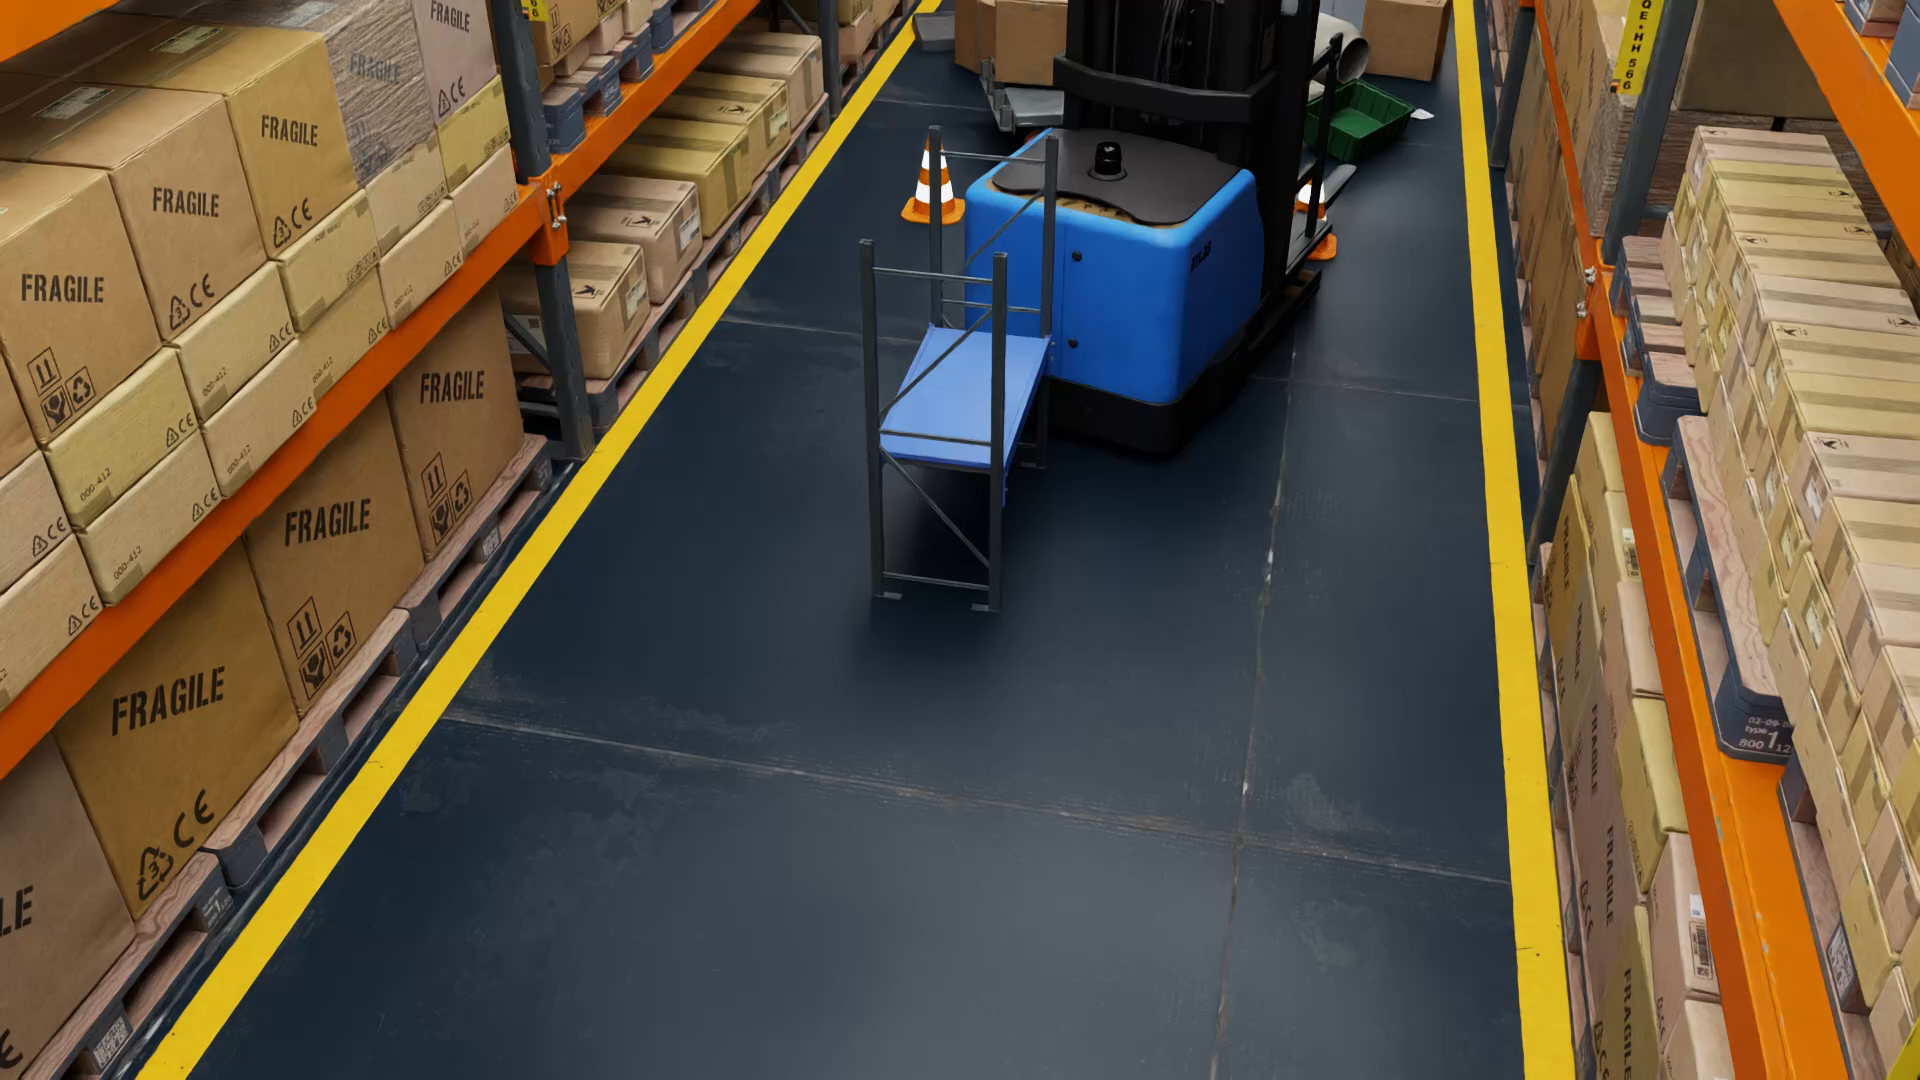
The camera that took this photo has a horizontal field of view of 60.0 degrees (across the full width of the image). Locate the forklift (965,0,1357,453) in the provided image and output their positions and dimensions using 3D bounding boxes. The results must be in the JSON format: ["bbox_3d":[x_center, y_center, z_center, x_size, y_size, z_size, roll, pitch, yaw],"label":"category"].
[{"bbox_3d":[1.167,-2.404,7.570,1.130,2.935,3.031,18,40,23],"label":"forklift"}]

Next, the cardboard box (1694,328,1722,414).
[{"bbox_3d":[2.293,-0.455,4.677,0.380,0.149,0.250,9,37,12],"label":"cardboard box"}]

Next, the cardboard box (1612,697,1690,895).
[{"bbox_3d":[2.036,0.694,4.369,0.500,0.250,0.500,6,36,8],"label":"cardboard box"}]

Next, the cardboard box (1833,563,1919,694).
[{"bbox_3d":[1.967,0.196,3.273,0.380,0.149,0.250,7,37,10],"label":"cardboard box"}]

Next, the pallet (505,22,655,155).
[{"bbox_3d":[-2.053,-1.988,7.100,1.213,0.211,1.003,7,37,10],"label":"pallet"}]

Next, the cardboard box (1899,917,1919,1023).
[{"bbox_3d":[1.794,0.771,2.733,0.380,0.149,0.250,8,37,11],"label":"cardboard box"}]

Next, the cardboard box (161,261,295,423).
[{"bbox_3d":[-2.262,-0.587,4.706,0.500,0.250,0.500,6,36,9],"label":"cardboard box"}]

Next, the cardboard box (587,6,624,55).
[{"bbox_3d":[-1.653,-2.184,7.063,0.380,0.149,0.250,5,36,7],"label":"cardboard box"}]

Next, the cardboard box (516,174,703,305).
[{"bbox_3d":[-1.821,-1.496,8.140,0.950,0.372,0.625,7,36,9],"label":"cardboard box"}]

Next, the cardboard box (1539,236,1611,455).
[{"bbox_3d":[2.974,-0.678,6.688,1.050,0.750,0.750,7,36,9],"label":"cardboard box"}]

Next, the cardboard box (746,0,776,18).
[{"bbox_3d":[-1.382,-3.670,10.604,0.500,0.500,0.500,7,36,9],"label":"cardboard box"}]

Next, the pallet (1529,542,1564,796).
[{"bbox_3d":[2.588,0.496,5.886,1.003,0.211,1.213,7,37,10],"label":"pallet"}]

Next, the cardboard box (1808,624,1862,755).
[{"bbox_3d":[1.959,0.320,3.355,0.380,0.149,0.250,6,36,8],"label":"cardboard box"}]

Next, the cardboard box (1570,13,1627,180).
[{"bbox_3d":[2.698,-1.699,6.453,0.500,0.500,0.500,7,37,10],"label":"cardboard box"}]

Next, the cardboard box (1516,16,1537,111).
[{"bbox_3d":[3.814,-3.036,9.835,0.875,0.875,0.875,8,37,11],"label":"cardboard box"}]

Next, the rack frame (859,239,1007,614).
[{"bbox_3d":[-0.090,-0.365,5.975,0.500,1.500,0.032,7,37,10],"label":"rack frame"}]

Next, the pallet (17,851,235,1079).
[{"bbox_3d":[-2.864,1.327,4.739,1.003,0.211,1.213,7,37,10],"label":"pallet"}]

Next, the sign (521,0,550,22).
[{"bbox_3d":[-1.558,-2.045,6.028,0.100,0.325,0.005,7,37,10],"label":"sign"}]

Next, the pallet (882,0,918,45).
[{"bbox_3d":[-0.879,-3.899,11.949,1.003,0.211,1.213,7,37,10],"label":"pallet"}]

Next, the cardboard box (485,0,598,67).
[{"bbox_3d":[-1.779,-2.203,6.537,0.500,0.500,0.500,6,36,9],"label":"cardboard box"}]

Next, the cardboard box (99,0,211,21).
[{"bbox_3d":[-2.542,-1.551,5.397,0.500,0.500,0.500,7,37,10],"label":"cardboard box"}]

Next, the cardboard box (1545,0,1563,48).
[{"bbox_3d":[3.019,-2.571,7.656,0.500,0.500,0.500,7,37,10],"label":"cardboard box"}]

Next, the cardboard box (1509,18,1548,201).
[{"bbox_3d":[3.566,-2.266,8.880,1.050,0.750,0.750,7,37,10],"label":"cardboard box"}]

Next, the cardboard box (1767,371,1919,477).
[{"bbox_3d":[2.132,-0.253,3.893,0.380,0.149,0.250,7,36,9],"label":"cardboard box"}]

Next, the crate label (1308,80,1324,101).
[{"bbox_3d":[2.188,-2.799,10.495,0.298,0.136,0.250,-17,39,-22],"label":"crate label"}]

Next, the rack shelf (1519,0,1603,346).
[{"bbox_3d":[3.184,-1.936,7.478,1.077,0.370,4.000,7,37,10],"label":"rack shelf"}]

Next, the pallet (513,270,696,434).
[{"bbox_3d":[-1.933,-0.962,7.898,1.003,0.211,1.213,7,37,10],"label":"pallet"}]

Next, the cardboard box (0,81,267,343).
[{"bbox_3d":[-2.285,-0.891,4.486,0.500,0.500,0.500,7,36,9],"label":"cardboard box"}]

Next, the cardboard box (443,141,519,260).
[{"bbox_3d":[-1.955,-1.260,6.061,0.500,0.250,0.500,6,36,8],"label":"cardboard box"}]

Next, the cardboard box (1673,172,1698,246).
[{"bbox_3d":[2.457,-1.018,5.201,0.380,0.149,0.250,9,37,12],"label":"cardboard box"}]

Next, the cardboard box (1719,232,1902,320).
[{"bbox_3d":[2.300,-0.703,4.513,0.380,0.149,0.250,6,36,8],"label":"cardboard box"}]

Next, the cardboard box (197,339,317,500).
[{"bbox_3d":[-2.254,-0.383,4.850,0.500,0.250,0.500,7,36,9],"label":"cardboard box"}]

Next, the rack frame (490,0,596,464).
[{"bbox_3d":[-2.101,-1.643,6.461,1.000,3.000,0.127,7,37,10],"label":"rack frame"}]

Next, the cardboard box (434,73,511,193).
[{"bbox_3d":[-1.956,-1.476,5.932,0.500,0.250,0.500,7,37,10],"label":"cardboard box"}]

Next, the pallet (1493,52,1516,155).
[{"bbox_3d":[3.850,-2.671,10.256,1.003,0.211,1.213,7,37,10],"label":"pallet"}]

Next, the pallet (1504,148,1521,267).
[{"bbox_3d":[3.520,-1.793,9.044,1.003,0.211,1.213,7,37,10],"label":"pallet"}]

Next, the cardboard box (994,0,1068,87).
[{"bbox_3d":[0.499,-3.025,9.853,0.500,0.500,0.500,7,37,10],"label":"cardboard box"}]

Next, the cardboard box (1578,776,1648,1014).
[{"bbox_3d":[2.038,1.011,4.571,0.500,0.500,0.500,7,36,9],"label":"cardboard box"}]

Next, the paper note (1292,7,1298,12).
[{"bbox_3d":[2.481,-3.802,11.971,0.144,0.017,0.142,20,41,26],"label":"paper note"}]

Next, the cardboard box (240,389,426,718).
[{"bbox_3d":[-2.524,-0.057,5.725,0.875,0.875,0.875,8,37,11],"label":"cardboard box"}]

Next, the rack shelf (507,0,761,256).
[{"bbox_3d":[-1.674,-2.499,8.255,1.077,0.370,4.000,7,37,10],"label":"rack shelf"}]

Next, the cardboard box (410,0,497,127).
[{"bbox_3d":[-1.956,-1.760,5.684,0.500,0.500,0.500,6,36,9],"label":"cardboard box"}]

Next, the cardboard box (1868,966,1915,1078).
[{"bbox_3d":[1.793,0.892,2.820,0.380,0.149,0.250,7,36,9],"label":"cardboard box"}]

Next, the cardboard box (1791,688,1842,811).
[{"bbox_3d":[1.957,0.456,3.421,0.380,0.149,0.250,6,36,8],"label":"cardboard box"}]

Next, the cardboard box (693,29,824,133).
[{"bbox_3d":[-1.356,-2.742,9.858,0.950,0.372,0.625,8,37,11],"label":"cardboard box"}]

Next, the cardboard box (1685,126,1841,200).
[{"bbox_3d":[2.468,-1.147,5.126,0.380,0.149,0.250,7,37,10],"label":"cardboard box"}]

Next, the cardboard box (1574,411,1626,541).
[{"bbox_3d":[2.373,-0.177,5.572,0.500,0.250,0.500,6,36,8],"label":"cardboard box"}]

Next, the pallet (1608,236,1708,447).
[{"bbox_3d":[2.708,-0.581,5.159,1.213,0.211,1.003,7,37,10],"label":"pallet"}]

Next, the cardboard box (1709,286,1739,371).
[{"bbox_3d":[2.294,-0.564,4.575,0.380,0.149,0.250,7,37,10],"label":"cardboard box"}]

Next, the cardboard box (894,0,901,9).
[{"bbox_3d":[-0.643,-3.910,11.573,0.500,0.250,0.500,7,36,9],"label":"cardboard box"}]

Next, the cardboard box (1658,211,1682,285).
[{"bbox_3d":[2.464,-0.918,5.317,0.380,0.149,0.250,7,36,9],"label":"cardboard box"}]

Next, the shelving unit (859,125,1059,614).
[{"bbox_3d":[0.018,-0.656,6.377,0.538,1.500,1.048,7,37,10],"label":"shelving unit"}]

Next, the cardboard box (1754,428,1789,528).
[{"bbox_3d":[2.130,-0.124,3.968,0.380,0.149,0.250,9,37,12],"label":"cardboard box"}]

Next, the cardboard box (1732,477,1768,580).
[{"bbox_3d":[2.126,-0.009,4.062,0.380,0.149,0.250,6,36,8],"label":"cardboard box"}]

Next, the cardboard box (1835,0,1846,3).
[{"bbox_3d":[2.173,-1.467,3.577,0.500,0.500,0.500,7,37,10],"label":"cardboard box"}]

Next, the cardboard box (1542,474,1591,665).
[{"bbox_3d":[2.356,0.135,5.780,0.500,0.500,0.500,6,36,8],"label":"cardboard box"}]
